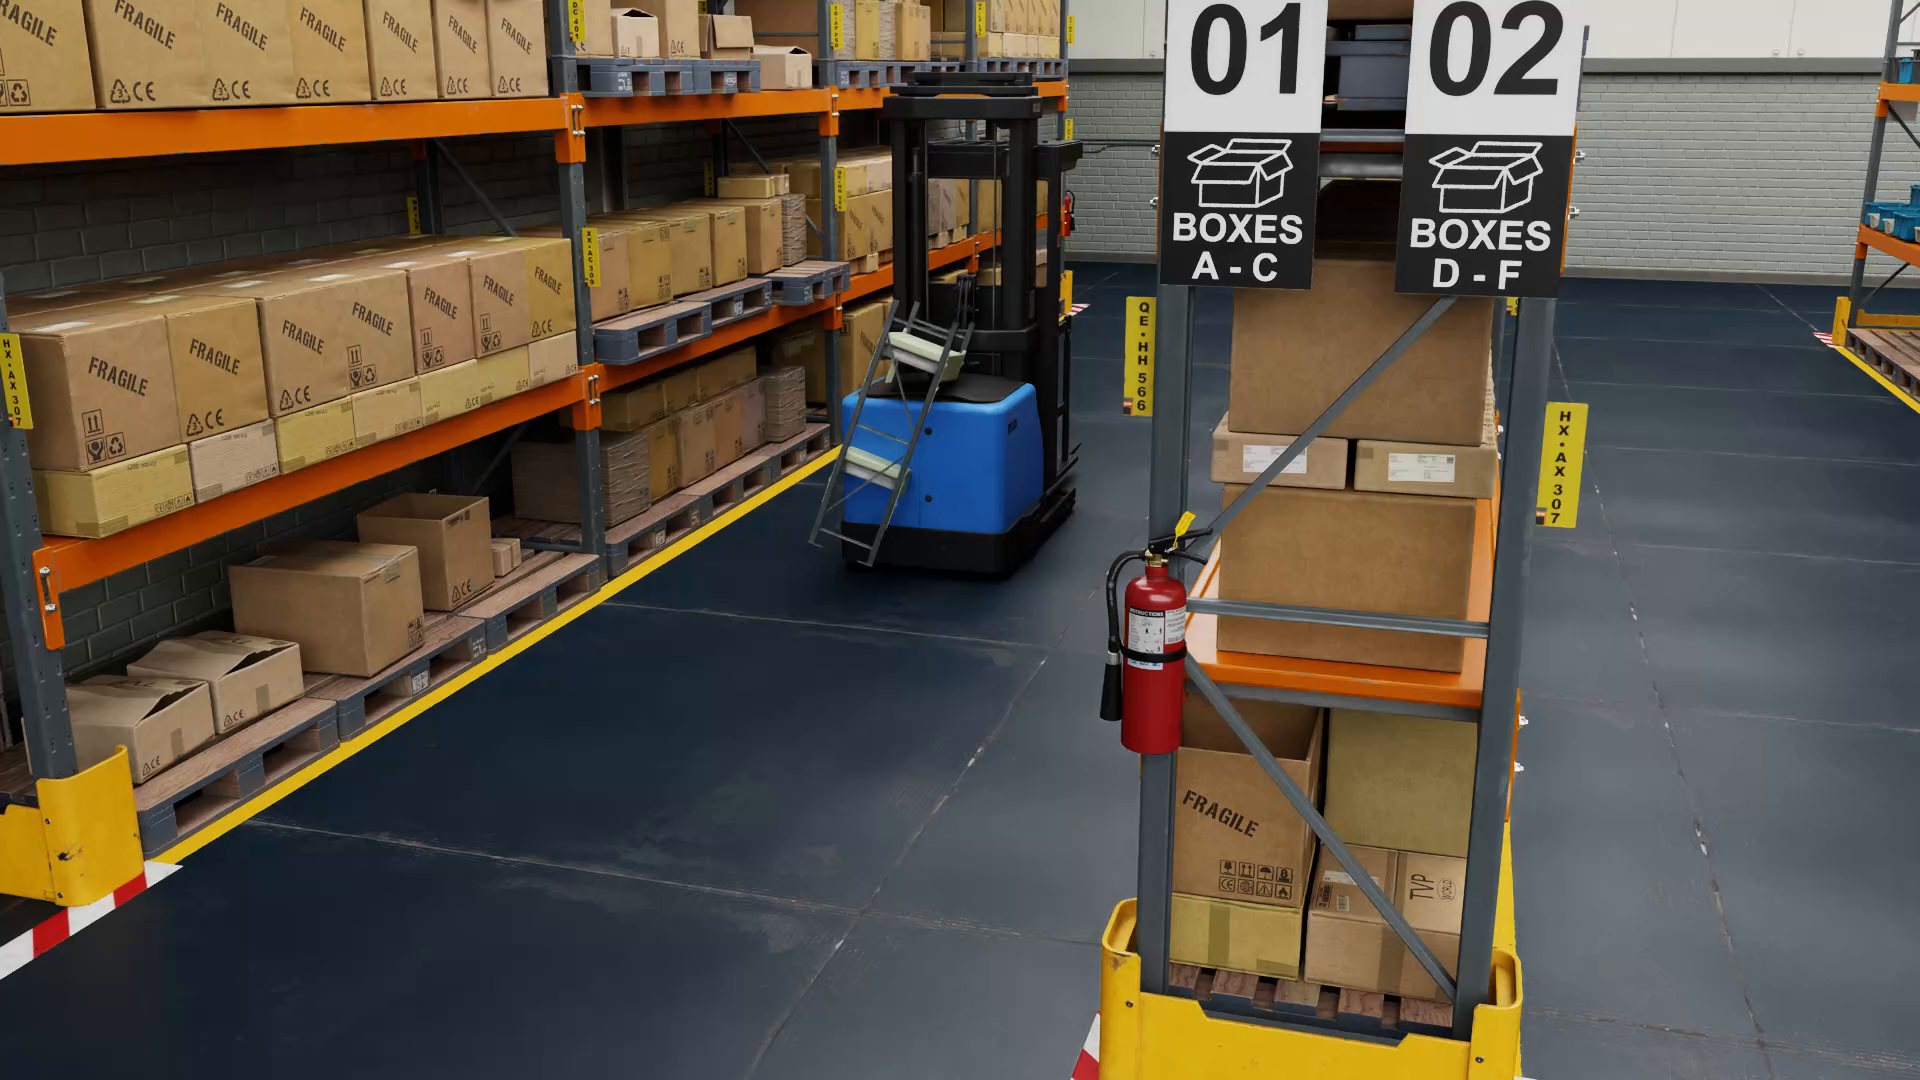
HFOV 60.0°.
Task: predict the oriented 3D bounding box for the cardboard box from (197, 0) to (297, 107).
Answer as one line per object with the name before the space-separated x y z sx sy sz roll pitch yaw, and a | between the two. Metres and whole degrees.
cardboard box | -3.069 -2.008 6.694 0.500 0.500 0.500 5 17 18

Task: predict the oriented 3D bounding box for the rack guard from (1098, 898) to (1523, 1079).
rack guard | 1.009 1.427 4.882 1.175 0.500 0.348 5 16 16

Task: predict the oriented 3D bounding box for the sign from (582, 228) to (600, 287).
sign | -2.076 -1.588 9.344 0.100 0.325 0.005 5 16 16

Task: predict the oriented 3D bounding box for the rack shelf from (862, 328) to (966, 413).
rack shelf | -0.262 -1.015 9.879 0.431 0.370 0.720 21 9 5

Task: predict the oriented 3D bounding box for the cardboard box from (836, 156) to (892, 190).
cardboard box | -0.795 -3.190 14.440 0.500 0.250 0.500 5 17 16

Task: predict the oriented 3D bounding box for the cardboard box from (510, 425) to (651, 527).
cardboard box | -2.405 -0.414 10.568 0.700 0.500 0.500 5 17 18

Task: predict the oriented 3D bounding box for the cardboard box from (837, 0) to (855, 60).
cardboard box | -1.278 -4.235 13.776 0.700 0.500 0.500 4 16 13

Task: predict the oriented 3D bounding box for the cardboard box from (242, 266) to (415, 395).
cardboard box | -2.873 -0.964 7.595 0.500 0.500 0.500 5 17 18

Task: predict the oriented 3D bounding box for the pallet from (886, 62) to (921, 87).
pallet | -1.014 -4.075 14.550 1.003 0.211 1.213 5 17 18

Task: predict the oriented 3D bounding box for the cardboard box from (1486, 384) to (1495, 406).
cardboard box | 1.552 -0.428 5.470 0.380 0.149 0.250 4 16 15

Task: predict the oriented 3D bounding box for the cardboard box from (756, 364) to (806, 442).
cardboard box | -1.616 -1.075 12.895 0.700 0.500 0.500 5 17 17

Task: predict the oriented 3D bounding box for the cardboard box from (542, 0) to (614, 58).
cardboard box | -2.366 -3.041 9.605 0.500 0.500 0.500 7 17 24

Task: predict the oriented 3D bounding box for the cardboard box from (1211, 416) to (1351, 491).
cardboard box | 0.942 -0.257 4.865 0.380 0.149 0.250 4 16 15

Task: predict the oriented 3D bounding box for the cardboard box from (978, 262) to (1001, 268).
cardboard box | 0.407 -3.016 18.587 0.380 0.149 0.250 4 16 14

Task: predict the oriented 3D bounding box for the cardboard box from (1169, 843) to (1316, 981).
cardboard box | 0.885 1.176 5.456 0.500 0.250 0.500 5 16 16

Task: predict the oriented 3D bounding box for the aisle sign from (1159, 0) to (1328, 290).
aisle sign | 0.715 -1.038 4.228 0.394 0.787 0.004 5 16 16

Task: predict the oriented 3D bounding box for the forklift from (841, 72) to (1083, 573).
forklift | 0.174 -1.575 11.012 1.130 2.935 3.031 4 16 15

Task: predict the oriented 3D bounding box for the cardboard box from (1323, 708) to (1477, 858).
cardboard box | 1.522 0.724 5.674 0.500 0.500 0.500 5 16 16

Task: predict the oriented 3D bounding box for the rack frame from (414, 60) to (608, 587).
rack frame | -2.598 -1.211 9.603 1.000 3.000 0.127 5 16 16

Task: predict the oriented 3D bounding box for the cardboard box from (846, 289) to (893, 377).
cardboard box | -0.871 -1.837 14.977 0.750 0.750 0.750 5 16 16

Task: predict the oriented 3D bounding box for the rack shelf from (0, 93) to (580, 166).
rack shelf | -3.166 -1.785 7.447 1.077 0.370 4.000 5 16 16

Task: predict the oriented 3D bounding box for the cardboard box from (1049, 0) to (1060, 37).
cardboard box | 0.866 -6.120 19.360 0.500 0.500 0.500 5 16 16

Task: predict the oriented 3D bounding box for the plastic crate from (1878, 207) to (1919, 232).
plastic crate | 9.738 -3.320 17.233 0.416 0.233 0.300 5 16 16

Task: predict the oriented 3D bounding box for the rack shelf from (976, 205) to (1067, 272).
rack shelf | 0.244 -3.482 18.925 1.077 0.370 4.000 5 16 16

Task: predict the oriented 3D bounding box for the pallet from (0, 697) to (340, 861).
pallet | -3.448 0.947 7.104 1.003 0.211 1.213 5 16 16

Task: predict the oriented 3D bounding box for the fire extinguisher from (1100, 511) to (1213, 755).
fire extinguisher | 0.537 0.250 4.591 0.296 0.674 0.183 5 16 16

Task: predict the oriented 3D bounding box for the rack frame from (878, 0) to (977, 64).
rack frame | -0.325 -6.191 16.164 1.000 3.000 0.127 5 16 16

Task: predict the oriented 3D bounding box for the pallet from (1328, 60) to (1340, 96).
pallet | 1.935 -2.004 7.061 1.003 0.211 1.213 5 16 16

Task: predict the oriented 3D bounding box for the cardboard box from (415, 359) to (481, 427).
cardboard box | -2.720 -0.739 8.176 0.500 0.250 0.500 5 16 16

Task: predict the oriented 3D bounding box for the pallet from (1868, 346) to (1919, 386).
pallet | 9.691 -1.710 16.472 1.003 0.211 1.213 5 16 16

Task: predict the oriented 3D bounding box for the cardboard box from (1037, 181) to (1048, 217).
cardboard box | 0.481 -4.170 19.484 0.980 0.700 0.700 4 16 15

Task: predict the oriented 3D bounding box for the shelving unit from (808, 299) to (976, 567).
shelving unit | -0.395 -0.653 9.943 0.431 1.500 0.755 21 9 5

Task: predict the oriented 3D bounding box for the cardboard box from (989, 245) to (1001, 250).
cardboard box | 0.553 -3.520 20.364 0.380 0.149 0.250 5 17 16

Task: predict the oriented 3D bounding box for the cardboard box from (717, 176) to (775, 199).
cardboard box | -1.608 -2.652 12.503 0.380 0.149 0.250 2 16 7

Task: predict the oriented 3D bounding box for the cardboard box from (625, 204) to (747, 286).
cardboard box | -1.918 -2.066 11.627 0.700 0.500 0.500 5 16 16

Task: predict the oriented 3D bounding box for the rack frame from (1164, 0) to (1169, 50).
rack frame | 1.016 -2.668 3.744 1.000 3.000 0.127 5 16 16

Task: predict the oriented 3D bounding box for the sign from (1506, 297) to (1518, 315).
sign | 2.685 -1.240 7.973 0.100 0.325 0.005 5 16 16

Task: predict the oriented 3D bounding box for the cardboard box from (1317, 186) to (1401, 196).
cardboard box | 1.890 -1.252 7.184 0.700 0.500 0.500 5 16 16

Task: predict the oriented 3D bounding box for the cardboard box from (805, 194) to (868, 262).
cardboard box | -1.078 -2.566 13.614 0.500 0.500 0.500 5 17 18

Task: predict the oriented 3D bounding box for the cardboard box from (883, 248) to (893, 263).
cardboard box | -0.807 -2.554 14.759 0.380 0.149 0.250 5 17 17

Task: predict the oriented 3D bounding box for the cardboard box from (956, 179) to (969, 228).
cardboard box | -0.214 -3.365 16.431 0.500 0.500 0.500 4 16 15

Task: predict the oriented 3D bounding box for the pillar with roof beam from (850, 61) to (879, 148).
pillar with roof beam | 3.173 -6.107 15.869 9.100 9.000 0.400 5 16 16

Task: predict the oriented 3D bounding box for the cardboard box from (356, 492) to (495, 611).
cardboard box | -2.855 0.054 8.916 0.500 0.500 0.500 3 16 12

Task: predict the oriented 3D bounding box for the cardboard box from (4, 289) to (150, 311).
cardboard box | -3.652 -0.734 6.784 0.500 0.500 0.500 5 17 17

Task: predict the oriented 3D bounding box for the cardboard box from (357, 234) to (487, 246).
cardboard box | -2.932 -1.403 9.142 0.500 0.500 0.500 4 16 15

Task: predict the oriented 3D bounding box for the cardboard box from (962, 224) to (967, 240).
cardboard box | -0.149 -3.083 16.625 0.380 0.149 0.250 5 17 16

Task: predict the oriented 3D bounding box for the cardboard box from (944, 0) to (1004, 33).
cardboard box | 0.147 -5.451 17.001 0.500 0.500 0.500 4 16 15

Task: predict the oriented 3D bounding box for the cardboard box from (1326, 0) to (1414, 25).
cardboard box | 1.183 -1.694 4.592 0.797 0.503 0.637 6 17 20

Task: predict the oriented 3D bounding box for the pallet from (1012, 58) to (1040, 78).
pallet | 0.267 -5.236 18.459 1.003 0.211 1.213 5 16 16

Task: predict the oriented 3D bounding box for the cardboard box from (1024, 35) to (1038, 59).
cardboard box | 0.568 -5.487 18.502 0.500 0.250 0.500 4 16 14

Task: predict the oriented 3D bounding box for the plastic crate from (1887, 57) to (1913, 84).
plastic crate | 9.934 -4.884 17.293 0.497 0.269 0.590 5 16 16

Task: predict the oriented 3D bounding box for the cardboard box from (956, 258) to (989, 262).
cardboard box | 0.122 -3.122 18.961 0.380 0.149 0.250 4 16 15

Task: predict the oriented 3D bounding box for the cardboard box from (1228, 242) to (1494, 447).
cardboard box | 1.176 -0.589 4.848 0.700 0.500 0.500 5 16 16

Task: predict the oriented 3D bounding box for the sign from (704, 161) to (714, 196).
sign | -1.994 -2.857 13.283 0.100 0.325 0.005 5 16 16
